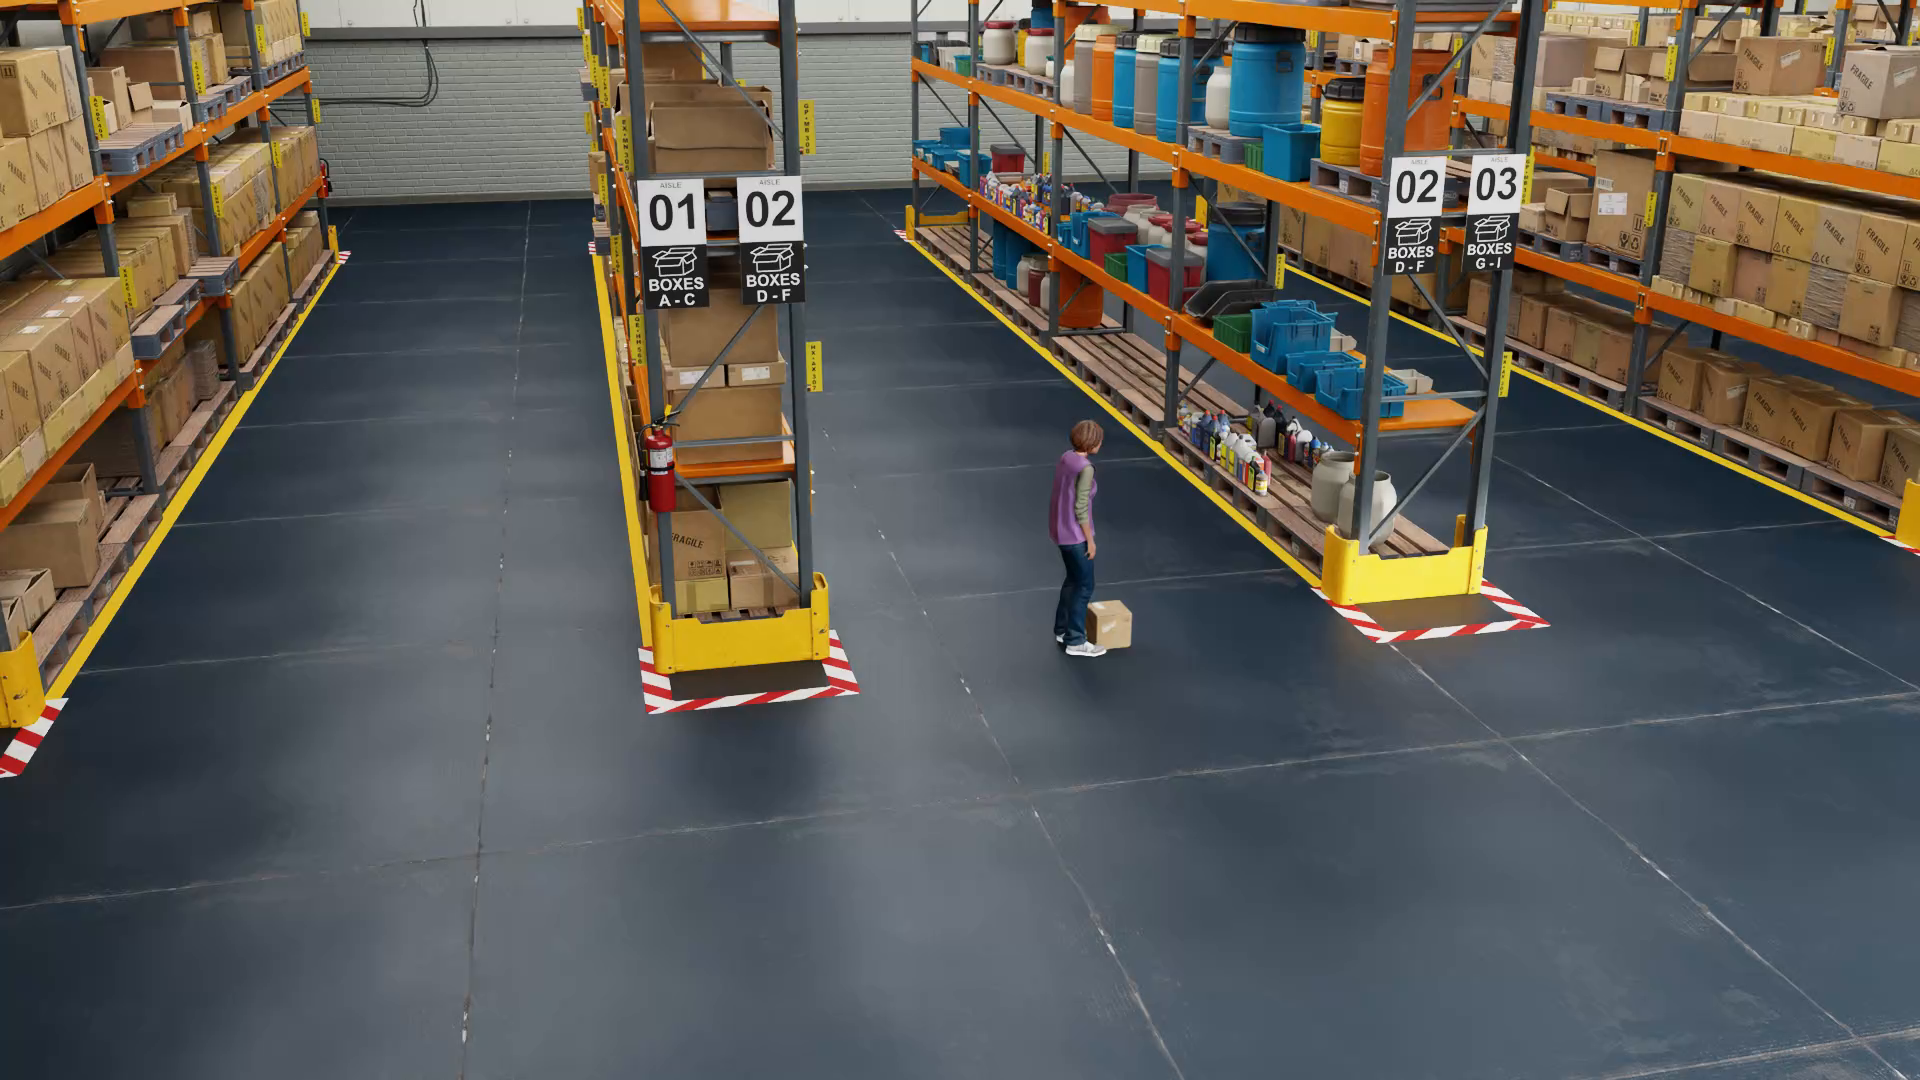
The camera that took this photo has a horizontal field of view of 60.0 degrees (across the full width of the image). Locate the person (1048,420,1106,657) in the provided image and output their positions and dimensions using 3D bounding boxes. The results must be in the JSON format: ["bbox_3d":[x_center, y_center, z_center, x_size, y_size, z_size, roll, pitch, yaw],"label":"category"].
[{"bbox_3d":[0.781,-0.023,11.153,0.347,1.591,0.466,-5,21,-15],"label":"person"}]
